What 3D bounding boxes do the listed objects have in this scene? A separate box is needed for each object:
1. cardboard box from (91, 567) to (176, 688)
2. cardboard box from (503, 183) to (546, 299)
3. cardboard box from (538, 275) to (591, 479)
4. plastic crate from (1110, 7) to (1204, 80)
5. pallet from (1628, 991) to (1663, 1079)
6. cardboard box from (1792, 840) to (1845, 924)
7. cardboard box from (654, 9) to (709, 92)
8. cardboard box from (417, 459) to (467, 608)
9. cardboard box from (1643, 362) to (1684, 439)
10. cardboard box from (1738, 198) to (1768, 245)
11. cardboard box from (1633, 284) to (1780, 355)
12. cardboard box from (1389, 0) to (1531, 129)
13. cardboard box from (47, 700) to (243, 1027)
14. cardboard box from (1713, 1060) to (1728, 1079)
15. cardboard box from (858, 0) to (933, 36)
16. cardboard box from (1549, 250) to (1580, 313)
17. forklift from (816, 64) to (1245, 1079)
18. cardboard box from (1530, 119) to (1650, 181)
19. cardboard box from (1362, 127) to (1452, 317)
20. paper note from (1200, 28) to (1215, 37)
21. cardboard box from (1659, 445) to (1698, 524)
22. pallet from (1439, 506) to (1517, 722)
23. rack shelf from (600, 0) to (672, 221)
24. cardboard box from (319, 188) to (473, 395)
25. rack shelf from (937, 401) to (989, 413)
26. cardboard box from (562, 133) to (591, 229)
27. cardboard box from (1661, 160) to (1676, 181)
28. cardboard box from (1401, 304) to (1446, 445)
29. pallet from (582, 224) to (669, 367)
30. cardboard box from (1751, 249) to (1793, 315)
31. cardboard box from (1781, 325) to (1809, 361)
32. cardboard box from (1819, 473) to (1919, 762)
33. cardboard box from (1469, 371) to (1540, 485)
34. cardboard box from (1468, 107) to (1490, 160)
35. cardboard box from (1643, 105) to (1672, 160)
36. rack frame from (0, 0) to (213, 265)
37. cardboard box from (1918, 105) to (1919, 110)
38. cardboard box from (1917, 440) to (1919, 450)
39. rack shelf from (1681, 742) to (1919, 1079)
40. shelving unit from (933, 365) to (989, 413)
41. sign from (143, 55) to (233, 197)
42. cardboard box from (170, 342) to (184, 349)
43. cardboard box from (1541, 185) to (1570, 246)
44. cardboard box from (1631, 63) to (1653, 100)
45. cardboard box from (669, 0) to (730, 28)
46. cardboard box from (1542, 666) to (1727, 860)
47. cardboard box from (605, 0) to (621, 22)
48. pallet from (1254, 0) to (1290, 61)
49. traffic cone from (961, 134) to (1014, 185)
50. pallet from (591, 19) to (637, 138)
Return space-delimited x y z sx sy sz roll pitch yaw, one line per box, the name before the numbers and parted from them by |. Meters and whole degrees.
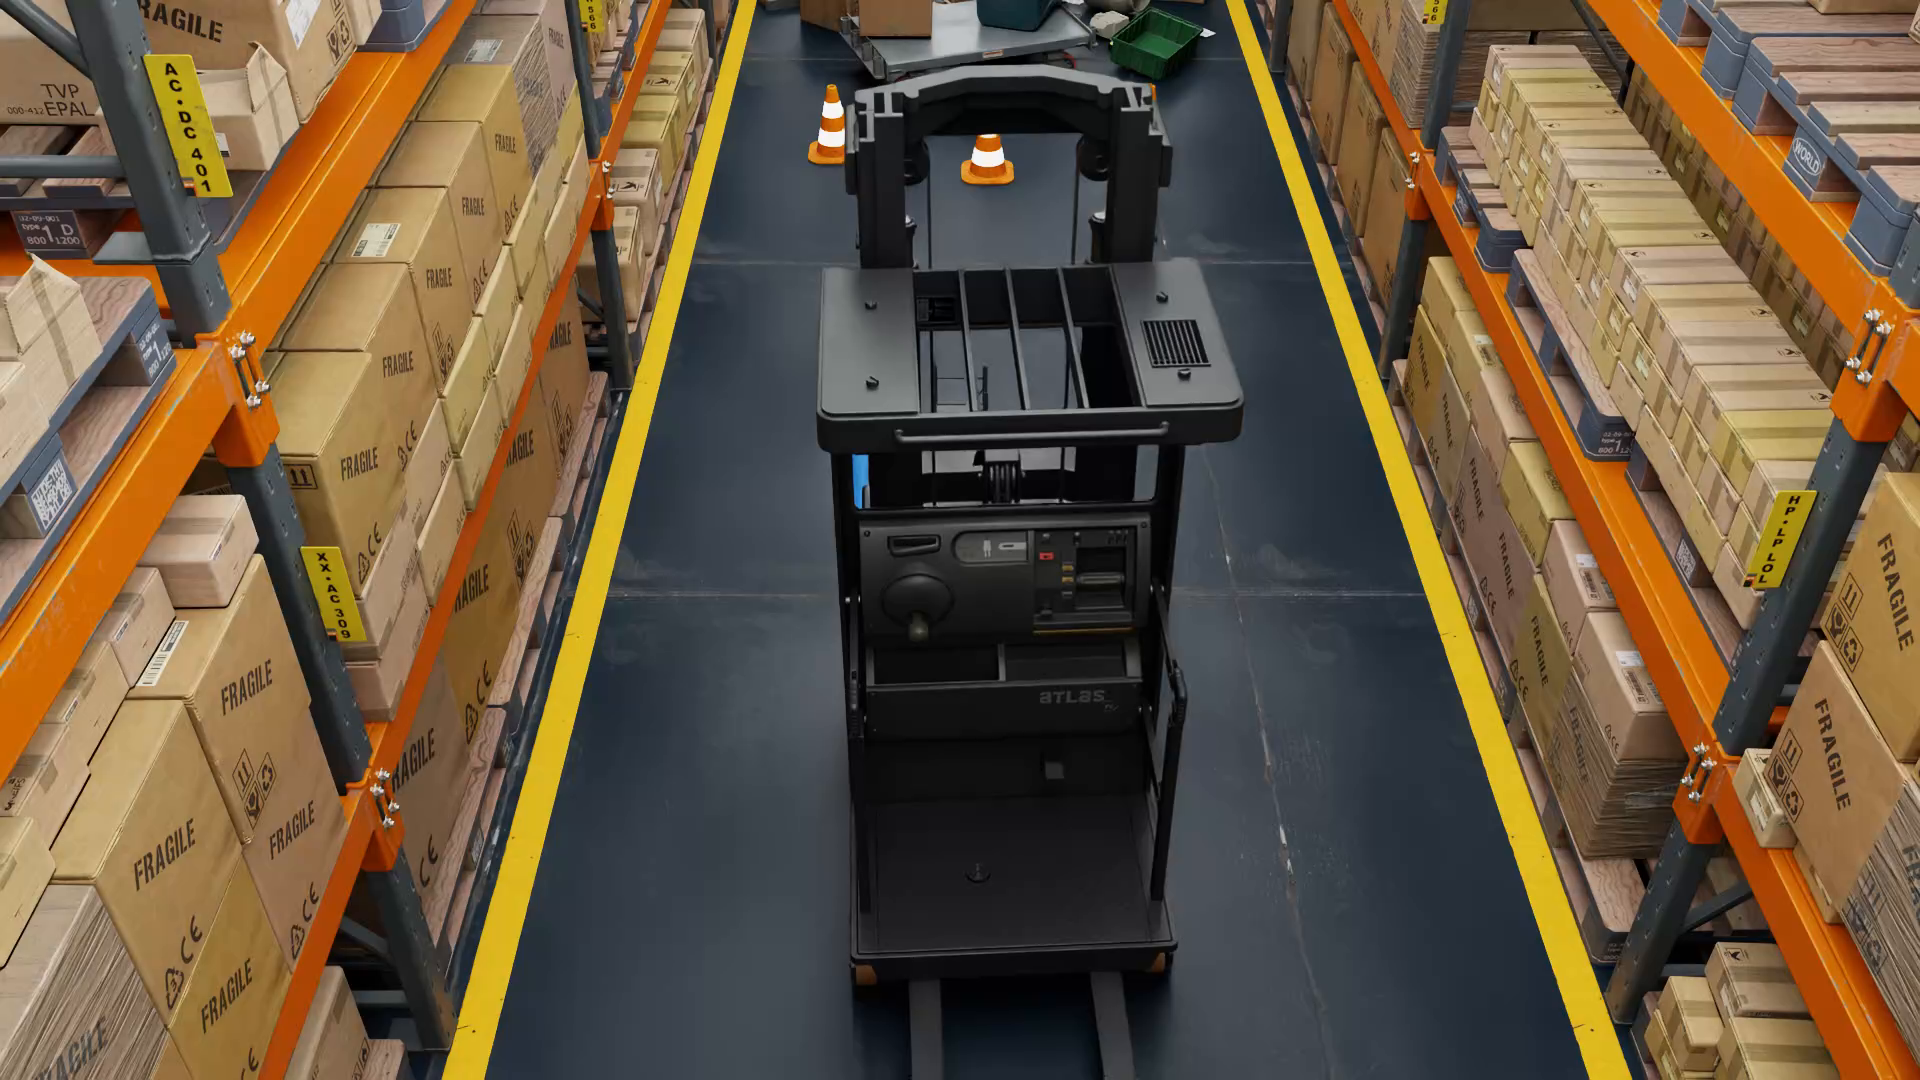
cardboard box | -2.006 0.191 3.714 0.380 0.149 0.250 1 39 1
cardboard box | -1.941 -1.178 6.542 0.500 0.250 0.500 -1 39 -1
cardboard box | -2.303 -0.888 7.823 0.875 0.875 0.875 0 39 0
plastic crate | 1.414 -3.586 12.029 0.450 0.188 0.662 27 45 16
pallet | 2.770 1.958 5.138 1.003 0.211 1.213 0 39 0
cardboard box | 2.482 0.886 4.446 0.380 0.149 0.250 1 39 1
cardboard box | -2.222 -3.297 11.231 0.950 0.372 0.625 0 39 1
cardboard box | -1.955 -0.024 5.501 0.500 0.250 0.500 -1 39 -1
cardboard box | 2.532 -0.472 5.568 0.380 0.149 0.250 -1 39 -2
cardboard box | 3.188 -1.235 6.282 0.380 0.149 0.250 2 39 2
cardboard box | 2.541 -0.747 5.673 0.380 0.149 0.250 -1 39 -2
cardboard box | 2.460 -2.372 8.232 0.500 0.500 0.500 0 39 0
cardboard box | -1.947 0.699 3.599 0.500 0.500 0.500 -1 39 -1
cardboard box | 2.504 1.667 4.977 0.380 0.149 0.250 0 39 0
cardboard box | -0.445 -3.827 11.520 0.500 0.500 0.500 0 39 0
cardboard box | 2.531 -1.009 6.475 0.380 0.149 0.250 0 39 1
forklift | 0.160 0.196 5.161 1.130 2.935 3.031 -2 39 -2
cardboard box | 2.535 -1.574 6.704 0.380 0.149 0.250 -2 39 -2
cardboard box | 2.819 -1.719 8.959 1.050 0.750 0.750 -1 39 -1
paper note | 1.818 -3.815 12.485 0.147 0.020 0.142 -28 46 -30
cardboard box | 2.536 -0.183 5.445 0.380 0.149 0.250 0 39 0
pallet | 2.727 0.286 7.224 1.003 0.211 1.213 0 39 0
rack shelf | -2.223 -2.955 9.614 1.077 0.370 4.000 0 39 0
cardboard box | -1.955 -0.820 5.495 0.500 0.500 0.500 -1 39 -1
rack shelf | 0.000 -0.531 7.314 0.258 0.077 0.200 0 39 0
cardboard box | -1.960 -1.611 7.481 0.500 0.250 0.500 -1 39 -2
cardboard box | 3.189 -1.493 7.080 0.380 0.149 0.250 1 39 1
cardboard box | 2.475 -0.798 8.010 0.500 0.500 0.500 -2 39 -2
pallet | -2.220 -1.386 9.310 1.003 0.211 1.213 0 39 0
cardboard box | 3.189 -0.957 6.173 0.380 0.149 0.250 -1 39 -1
cardboard box | 3.187 -0.680 6.064 0.380 0.149 0.250 -1 39 -1
cardboard box | 2.491 0.187 4.001 0.500 0.500 0.500 1 39 1
cardboard box | 2.476 -0.475 7.007 0.500 0.250 0.500 0 39 0
cardboard box | 2.528 -1.838 7.510 0.380 0.149 0.250 -1 39 -1
cardboard box | 3.187 -1.758 7.173 0.380 0.149 0.250 1 39 2
rack frame | -2.216 -1.825 2.831 1.000 3.000 0.127 0 39 0
cardboard box | 2.843 -1.161 3.986 0.700 0.500 0.500 0 39 0
cardboard box | 3.187 -0.270 5.077 0.380 0.149 0.250 1 39 1
rack shelf | 2.736 1.981 3.455 1.077 0.370 4.000 0 39 0
shelving unit | 0.000 -0.346 7.462 0.258 0.900 0.210 0 39 0
sign | -1.661 -0.888 3.584 0.100 0.325 0.005 0 39 0
cardboard box | -2.476 -0.516 5.115 0.500 0.500 0.500 1 39 1
cardboard box | 2.535 -1.281 6.577 0.380 0.149 0.250 0 39 0
cardboard box | 3.188 -2.044 7.291 0.380 0.149 0.250 -1 39 -2
cardboard box | -1.956 -3.947 12.139 0.500 0.250 0.500 -2 39 -2
cardboard box | 2.481 0.798 6.018 0.500 0.500 0.500 -1 39 -1
cardboard box | -1.997 -2.912 8.331 0.500 0.500 0.500 2 39 2
pallet | 2.802 -3.941 12.499 1.003 0.211 1.213 0 39 0
traffic cone | 0.176 -2.542 10.551 0.336 0.463 0.334 0 39 0
pallet | -2.328 -2.356 8.444 1.213 0.211 1.003 0 39 0
